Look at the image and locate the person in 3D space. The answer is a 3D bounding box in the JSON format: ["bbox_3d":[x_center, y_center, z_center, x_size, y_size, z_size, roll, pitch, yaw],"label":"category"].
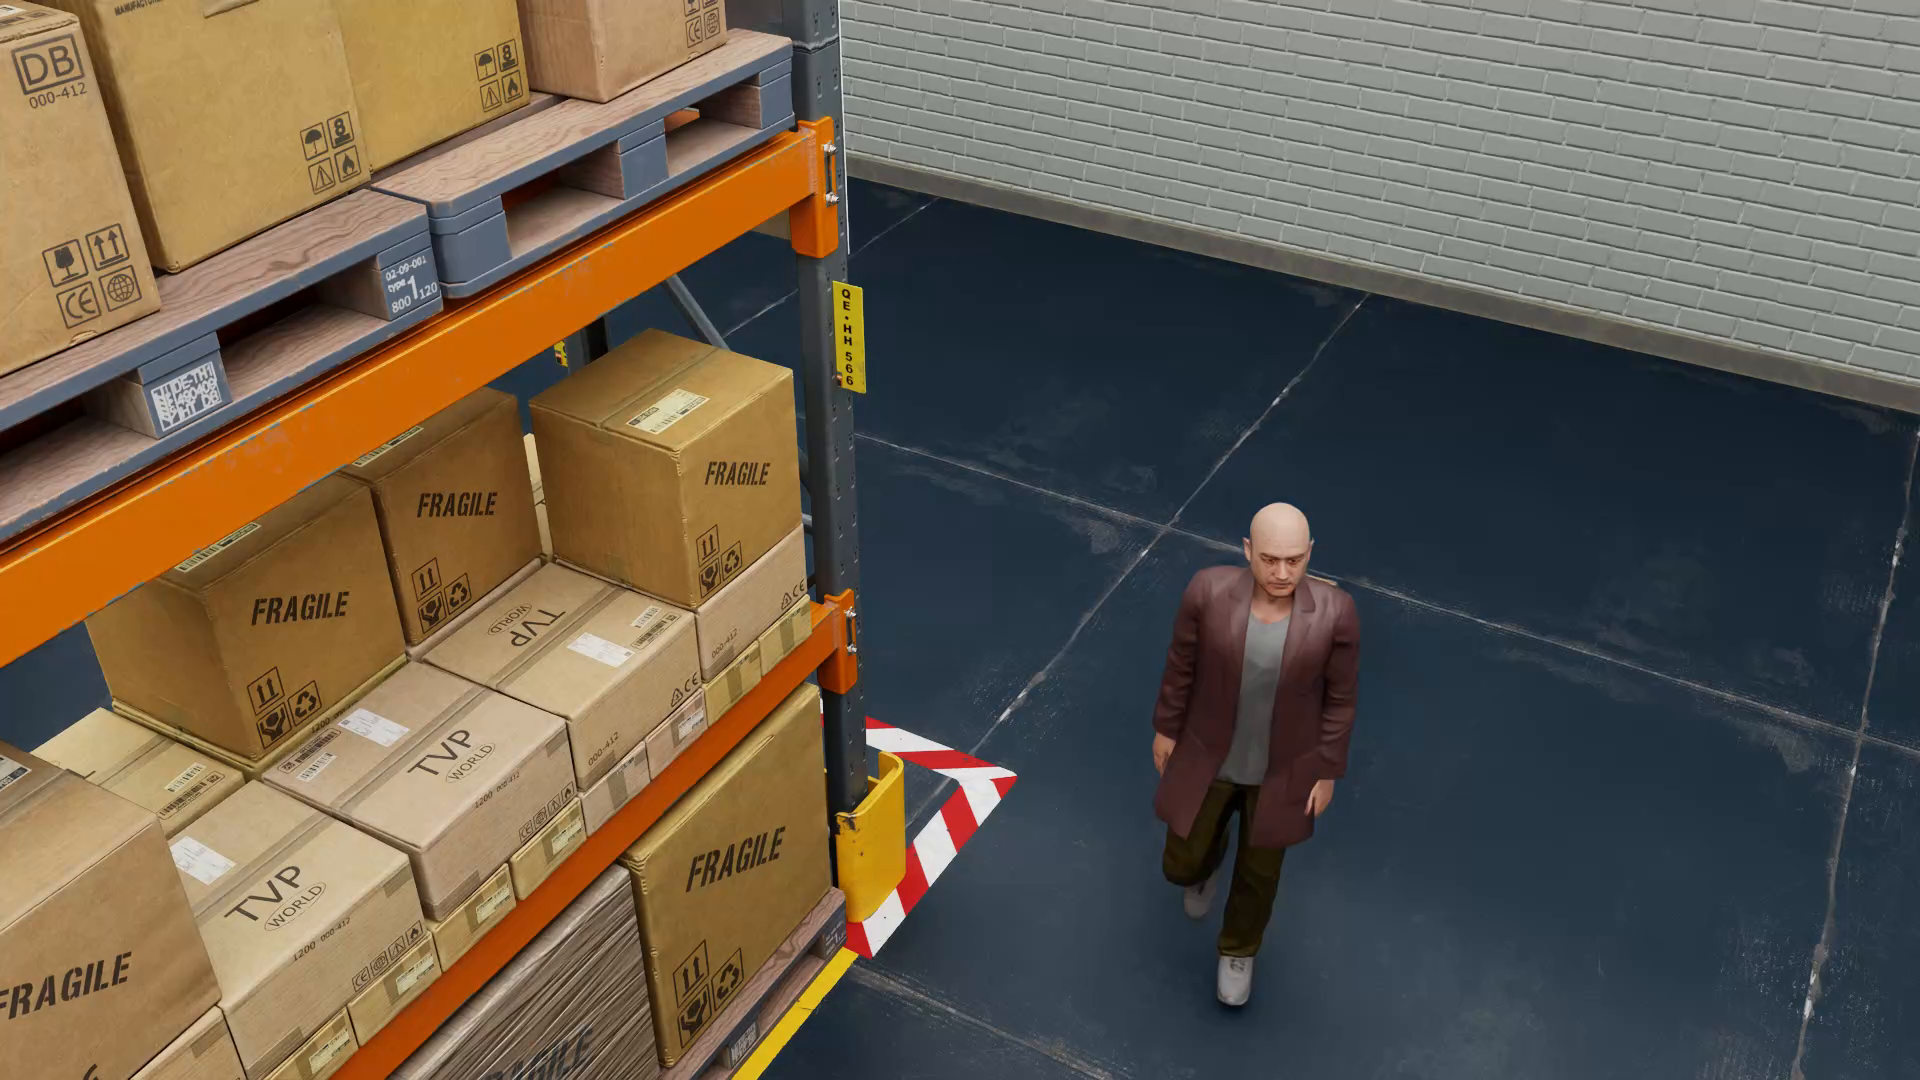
[{"bbox_3d":[0.889,0.639,5.140,0.608,1.768,0.577,8,34,11],"label":"person"}]
